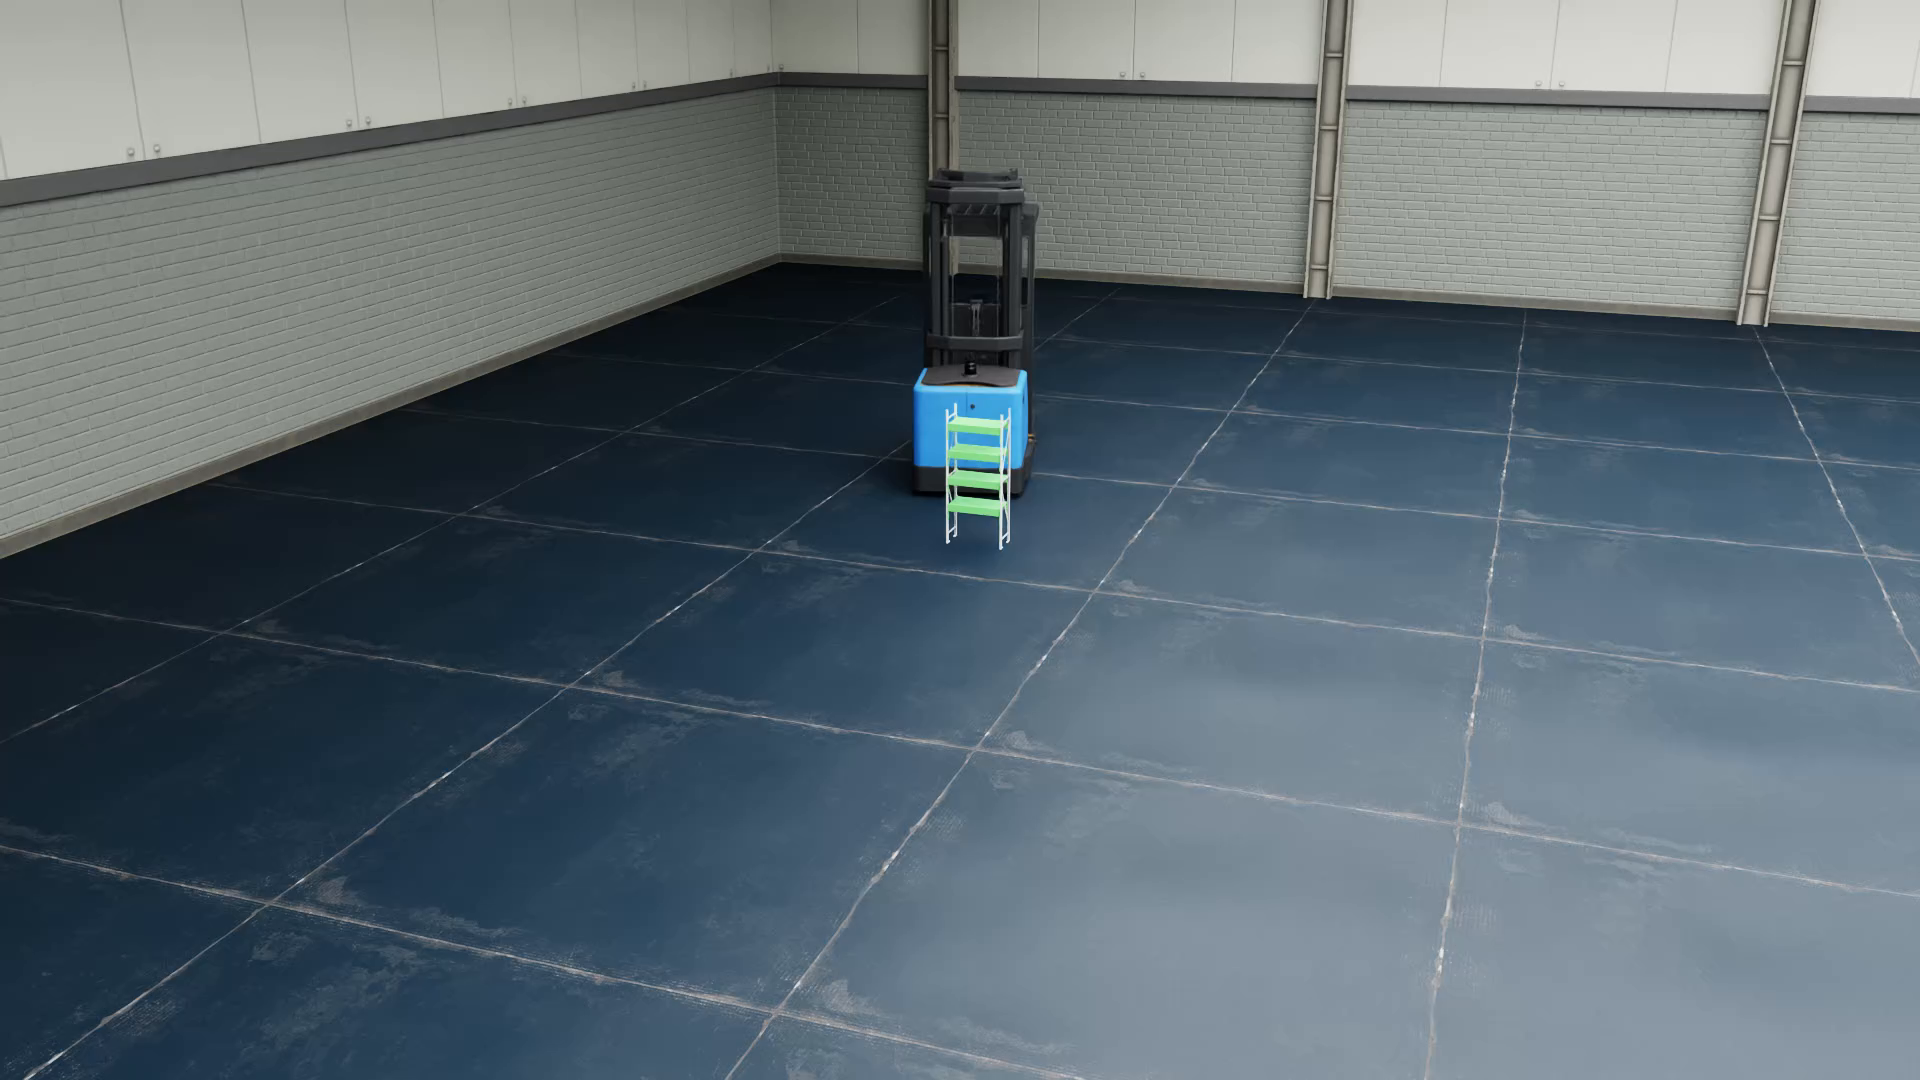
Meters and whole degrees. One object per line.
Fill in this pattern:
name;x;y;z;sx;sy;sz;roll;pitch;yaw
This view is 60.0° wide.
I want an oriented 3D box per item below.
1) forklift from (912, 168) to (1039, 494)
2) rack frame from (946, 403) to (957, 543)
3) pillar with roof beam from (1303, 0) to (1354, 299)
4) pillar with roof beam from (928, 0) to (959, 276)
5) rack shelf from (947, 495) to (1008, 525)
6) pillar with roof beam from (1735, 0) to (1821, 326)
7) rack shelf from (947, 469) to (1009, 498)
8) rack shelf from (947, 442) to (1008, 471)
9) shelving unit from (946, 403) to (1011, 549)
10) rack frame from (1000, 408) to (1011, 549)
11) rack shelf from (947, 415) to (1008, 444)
forklift;0.207;-2.258;16.602;1.130;2.935;3.031;2;19;5
rack frame;-0.074;-0.575;14.403;0.015;1.200;0.240;7;20;18
pillar with roof beam;3.995;-6.592;19.815;0.400;9.000;9.100;7;20;18
pillar with roof beam;-1.673;-7.240;21.675;0.400;9.000;9.100;7;20;18
rack shelf;0.156;-0.262;14.427;0.480;0.148;0.258;7;20;18
pillar with roof beam;9.663;-5.944;17.956;0.400;9.000;9.100;7;20;18
rack shelf;0.156;-0.488;14.348;0.480;0.148;0.258;7;20;18
rack shelf;0.156;-0.715;14.269;0.480;0.148;0.258;7;20;18
shelving unit;0.156;-0.549;14.327;0.503;1.200;0.258;7;20;18
rack frame;0.387;-0.522;14.252;0.015;1.200;0.240;7;20;18
rack shelf;0.156;-0.942;14.190;0.480;0.148;0.258;7;20;18
